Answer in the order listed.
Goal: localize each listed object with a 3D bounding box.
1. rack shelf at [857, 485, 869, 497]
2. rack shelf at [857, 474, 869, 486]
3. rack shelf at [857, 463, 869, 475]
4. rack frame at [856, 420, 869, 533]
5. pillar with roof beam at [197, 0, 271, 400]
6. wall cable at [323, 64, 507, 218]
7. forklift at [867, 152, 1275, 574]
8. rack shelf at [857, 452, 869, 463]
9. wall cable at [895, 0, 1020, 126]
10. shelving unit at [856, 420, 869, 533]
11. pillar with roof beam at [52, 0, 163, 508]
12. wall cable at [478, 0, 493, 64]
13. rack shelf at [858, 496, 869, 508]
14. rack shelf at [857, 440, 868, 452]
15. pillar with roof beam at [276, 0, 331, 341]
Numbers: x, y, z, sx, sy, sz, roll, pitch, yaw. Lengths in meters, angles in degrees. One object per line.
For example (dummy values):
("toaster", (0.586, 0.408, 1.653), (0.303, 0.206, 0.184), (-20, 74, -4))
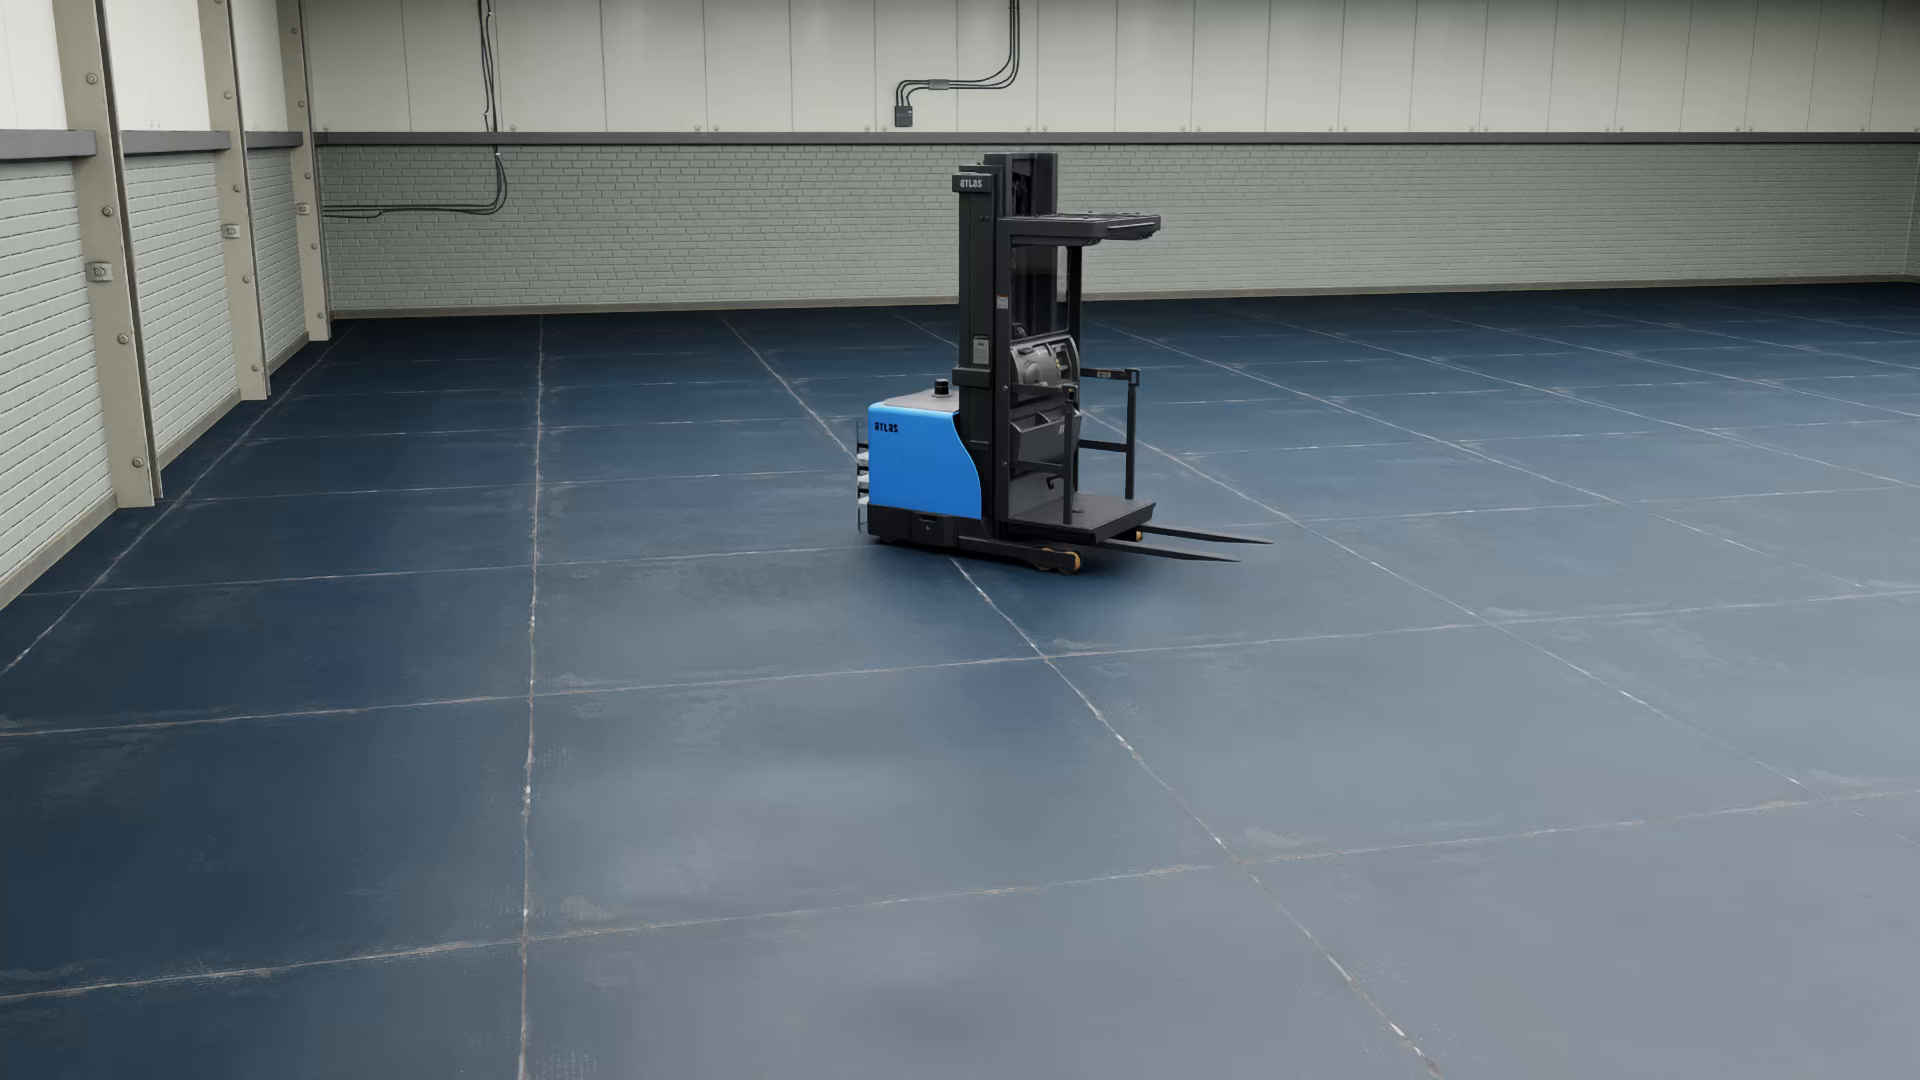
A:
("rack shelf", (-0.655, -0.388, 13.138), (0.200, 0.077, 0.258), (8, 16, 31))
("rack shelf", (-0.655, -0.475, 13.116), (0.200, 0.077, 0.258), (8, 16, 31))
("rack shelf", (-0.655, -0.563, 13.095), (0.200, 0.077, 0.258), (8, 16, 31))
("rack frame", (-0.741, -0.520, 13.161), (0.006, 0.900, 0.240), (8, 16, 31))
("pillar with roof beam", (-4.263, -6.319, 19.829), (9.100, 9.000, 0.400), (-3, 14, -13))
("wall cable", (-9.264, -6.708, 27.964), (3.097, 2.526, 0.112), (-3, 14, -13))
("forklift", (0.806, -1.321, 12.157), (3.031, 2.935, 1.130), (8, 16, 31))
("rack shelf", (-0.655, -0.650, 13.074), (0.200, 0.077, 0.258), (8, 16, 31))
("wall cable", (-0.032, -10.394, 29.343), (2.305, 6.003, 0.169), (-3, 14, -13))
("shelving unit", (-0.655, -0.508, 13.108), (0.210, 0.900, 0.258), (8, 16, 31))
("pillar with roof beam", (-2.854, -4.934, 14.164), (9.100, 9.000, 0.400), (-3, 14, -13))
("wall cable", (-6.634, -9.312, 27.982), (3.097, 2.526, 0.112), (-3, 14, -13))
("rack shelf", (-0.655, -0.300, 13.159), (0.200, 0.077, 0.258), (8, 16, 31))
("rack shelf", (-0.655, -0.737, 13.052), (0.200, 0.077, 0.258), (8, 16, 31))
("pillar with roof beam", (-5.673, -7.703, 25.495), (9.100, 9.000, 0.400), (-3, 14, -13))
